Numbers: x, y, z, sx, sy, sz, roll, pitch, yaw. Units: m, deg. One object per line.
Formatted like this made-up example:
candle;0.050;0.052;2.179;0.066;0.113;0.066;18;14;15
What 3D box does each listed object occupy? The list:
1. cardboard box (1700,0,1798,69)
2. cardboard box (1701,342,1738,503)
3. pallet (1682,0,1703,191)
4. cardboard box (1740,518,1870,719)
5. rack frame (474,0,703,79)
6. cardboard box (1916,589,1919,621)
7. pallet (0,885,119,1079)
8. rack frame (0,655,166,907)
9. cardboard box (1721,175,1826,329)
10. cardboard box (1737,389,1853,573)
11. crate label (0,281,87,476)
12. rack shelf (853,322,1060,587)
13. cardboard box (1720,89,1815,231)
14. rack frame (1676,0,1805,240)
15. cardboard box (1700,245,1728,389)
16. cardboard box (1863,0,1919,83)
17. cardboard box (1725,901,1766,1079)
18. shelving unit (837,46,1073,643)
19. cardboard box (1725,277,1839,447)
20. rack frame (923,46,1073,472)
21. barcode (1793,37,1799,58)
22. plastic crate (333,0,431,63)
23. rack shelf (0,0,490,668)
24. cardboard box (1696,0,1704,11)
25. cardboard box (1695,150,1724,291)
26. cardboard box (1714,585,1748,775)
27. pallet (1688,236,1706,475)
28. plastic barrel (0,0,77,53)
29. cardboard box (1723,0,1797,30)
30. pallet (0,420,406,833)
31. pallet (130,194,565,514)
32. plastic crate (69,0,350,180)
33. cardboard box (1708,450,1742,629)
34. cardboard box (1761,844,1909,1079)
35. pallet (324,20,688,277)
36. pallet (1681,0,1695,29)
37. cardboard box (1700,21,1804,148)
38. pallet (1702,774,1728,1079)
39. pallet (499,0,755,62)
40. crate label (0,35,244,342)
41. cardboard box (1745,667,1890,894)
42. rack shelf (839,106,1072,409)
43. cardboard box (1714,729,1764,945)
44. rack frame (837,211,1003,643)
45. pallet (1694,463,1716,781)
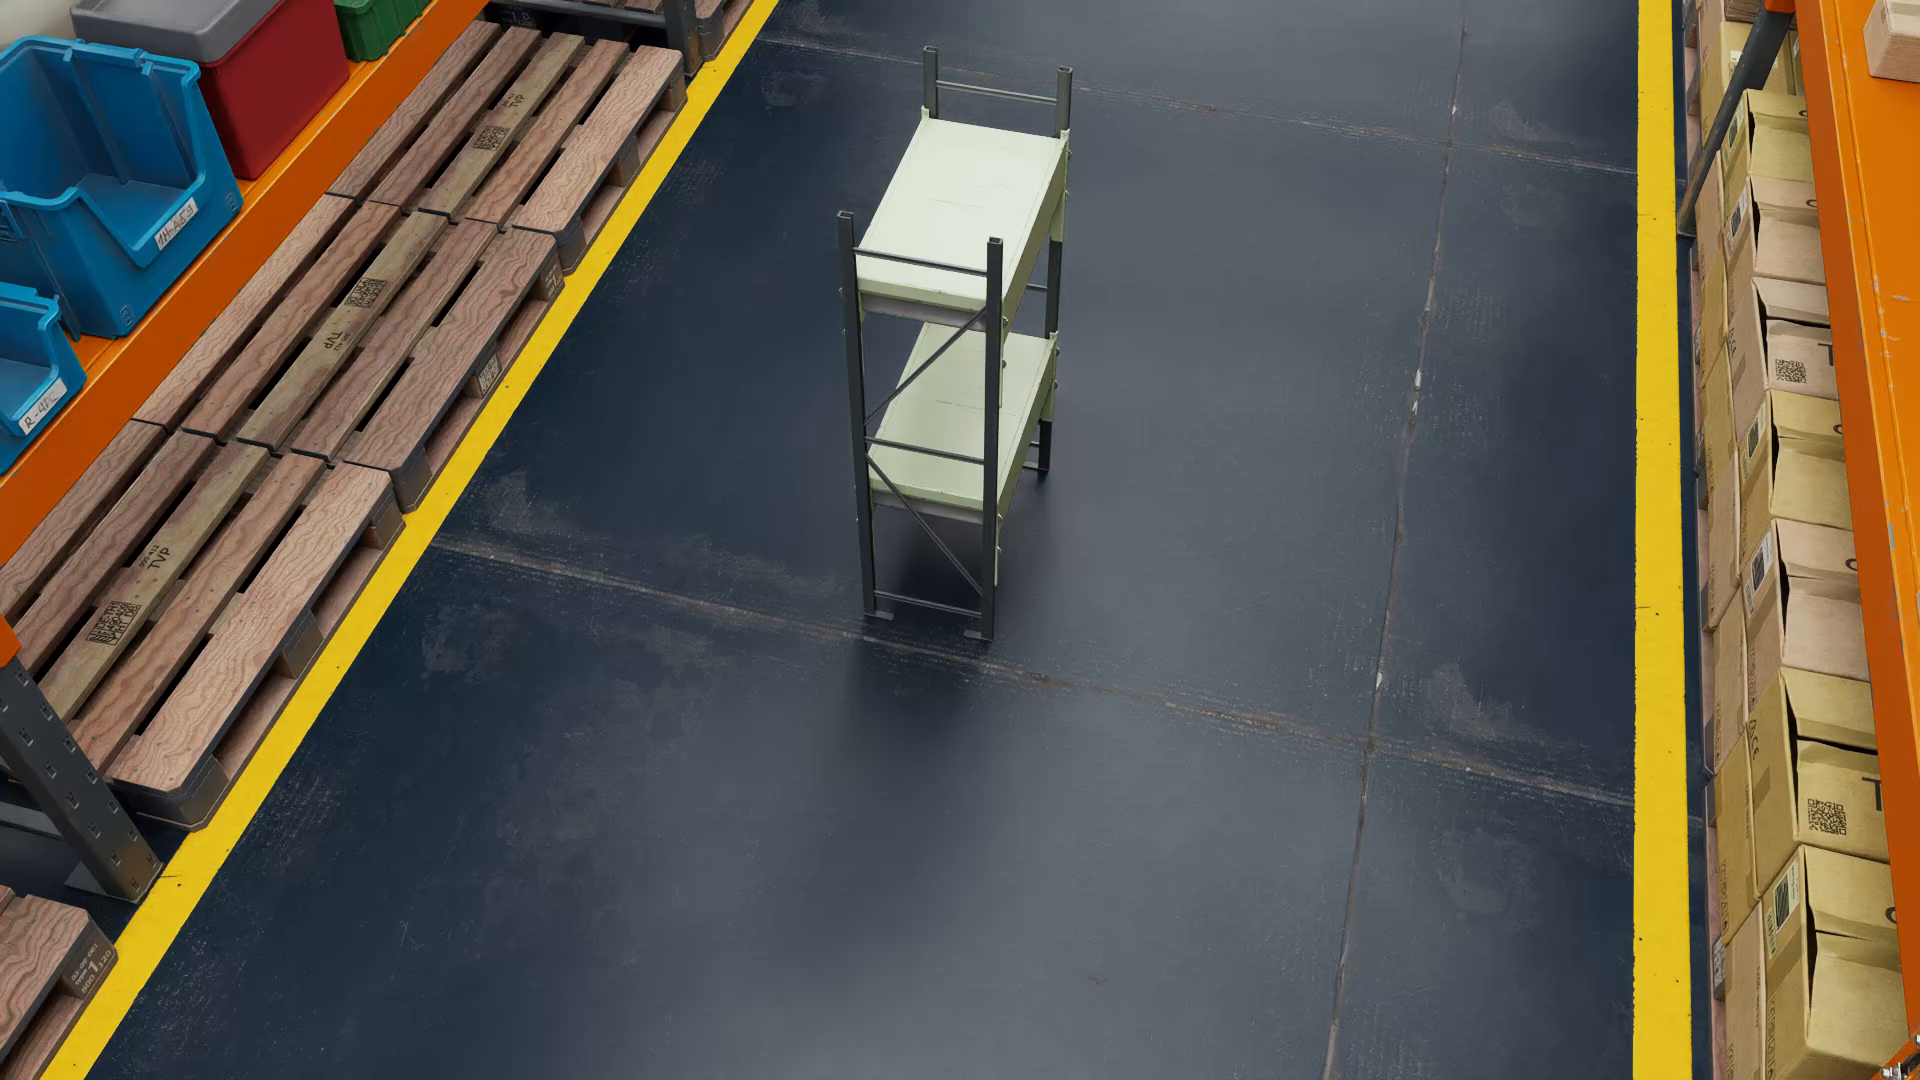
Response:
cardboard box;3.246;-2.049;6.611;0.500;0.250;0.500;12;50;10
cardboard box;2.579;-0.323;5.088;0.500;0.250;0.500;10;49;9
pallet;3.444;-1.726;6.632;1.003;0.211;1.213;12;50;10
cardboard box;2.307;0.228;4.228;0.500;0.311;0.500;11;50;10
rack frame;-1.584;-3.061;5.951;1.000;3.000;0.127;12;50;10
cardboard box;2.111;0.190;3.249;0.380;0.149;0.250;12;50;10
pallet;-2.804;1.333;3.933;1.003;0.211;1.213;12;50;10
rack frame;-2.637;-0.168;3.398;1.000;3.000;0.127;12;50;10
cardboard box;2.708;-0.885;5.210;0.500;0.311;0.500;11;49;10
cardboard box;2.441;-0.134;4.547;0.500;0.311;0.500;13;50;11
crate label;-2.164;-0.344;3.664;0.303;0.233;0.416;12;50;10
rack shelf;0.002;-0.285;4.936;0.431;0.370;0.720;12;50;10
cardboard box;2.845;-1.246;5.529;0.500;0.311;0.500;12;50;10
rack frame;3.194;-2.081;5.086;1.000;3.000;0.127;12;50;10
cardboard box;2.713;-0.698;5.419;0.500;0.250;0.500;13;50;11
cardboard box;2.763;-1.398;4.650;0.380;0.149;0.250;12;50;10
cardboard box;2.044;1.154;3.785;0.500;0.250;0.500;13;50;11
shelving unit;0.002;-0.501;4.692;0.431;1.500;0.755;12;50;10
cardboard box;2.573;-0.511;4.880;0.500;0.311;0.500;10;49;9
rack frame;0.098;-0.766;4.926;0.400;1.500;0.023;12;50;10
barcode;2.725;-1.615;5.408;0.001;0.075;0.075;12;50;10
plastic crate;-1.770;-1.676;4.870;0.450;0.188;0.662;12;50;10
rack shelf;-2.110;-1.377;4.944;1.077;0.370;4.000;12;50;10
cardboard box;3.364;-2.413;6.933;0.500;0.250;0.500;12;50;10
cardboard box;2.849;-1.068;5.745;0.500;0.250;0.500;10;49;9
cardboard box;2.312;0.418;4.435;0.500;0.250;0.500;13;50;11
pallet;3.038;-0.618;5.655;1.003;0.211;1.213;12;50;10
plastic barrel;-2.461;-1.296;4.319;0.421;0.512;0.421;0;49;0
cardboard box;3.248;-2.296;6.330;0.500;0.500;0.500;12;50;10
pallet;-2.395;0.202;4.931;1.003;0.211;1.213;12;50;10
pallet;-2.072;-0.678;5.707;1.003;0.211;1.213;12;50;10
plastic crate;-1.916;-1.298;4.352;0.402;0.464;0.583;12;50;10
cardboard box;2.444;0.045;4.764;0.500;0.250;0.500;12;50;11
cardboard box;2.041;0.970;3.573;0.500;0.311;0.500;13;50;11
pallet;-1.753;-1.563;6.489;1.003;0.211;1.213;12;50;10
pallet;3.763;-2.611;7.413;1.003;0.211;1.213;12;50;10
cardboard box;3.105;-1.689;6.294;0.500;0.250;0.500;12;50;10
pallet;2.395;1.147;4.097;1.003;0.211;1.213;12;50;10
pallet;-1.367;-2.616;7.418;1.003;0.211;1.213;12;50;10
crate label;-2.114;-0.845;3.972;0.502;0.435;0.616;12;50;10
cardboard box;2.172;0.593;3.906;0.500;0.311;0.500;11;49;9
rack shelf;0.002;-0.759;4.399;0.431;0.370;0.720;12;50;10
cardboard box;2.176;0.781;4.114;0.500;0.250;0.500;11;49;10
rack frame;-0.095;-0.236;4.458;0.400;1.500;0.023;12;50;10
pallet;2.718;0.267;4.873;1.003;0.211;1.213;12;50;10
